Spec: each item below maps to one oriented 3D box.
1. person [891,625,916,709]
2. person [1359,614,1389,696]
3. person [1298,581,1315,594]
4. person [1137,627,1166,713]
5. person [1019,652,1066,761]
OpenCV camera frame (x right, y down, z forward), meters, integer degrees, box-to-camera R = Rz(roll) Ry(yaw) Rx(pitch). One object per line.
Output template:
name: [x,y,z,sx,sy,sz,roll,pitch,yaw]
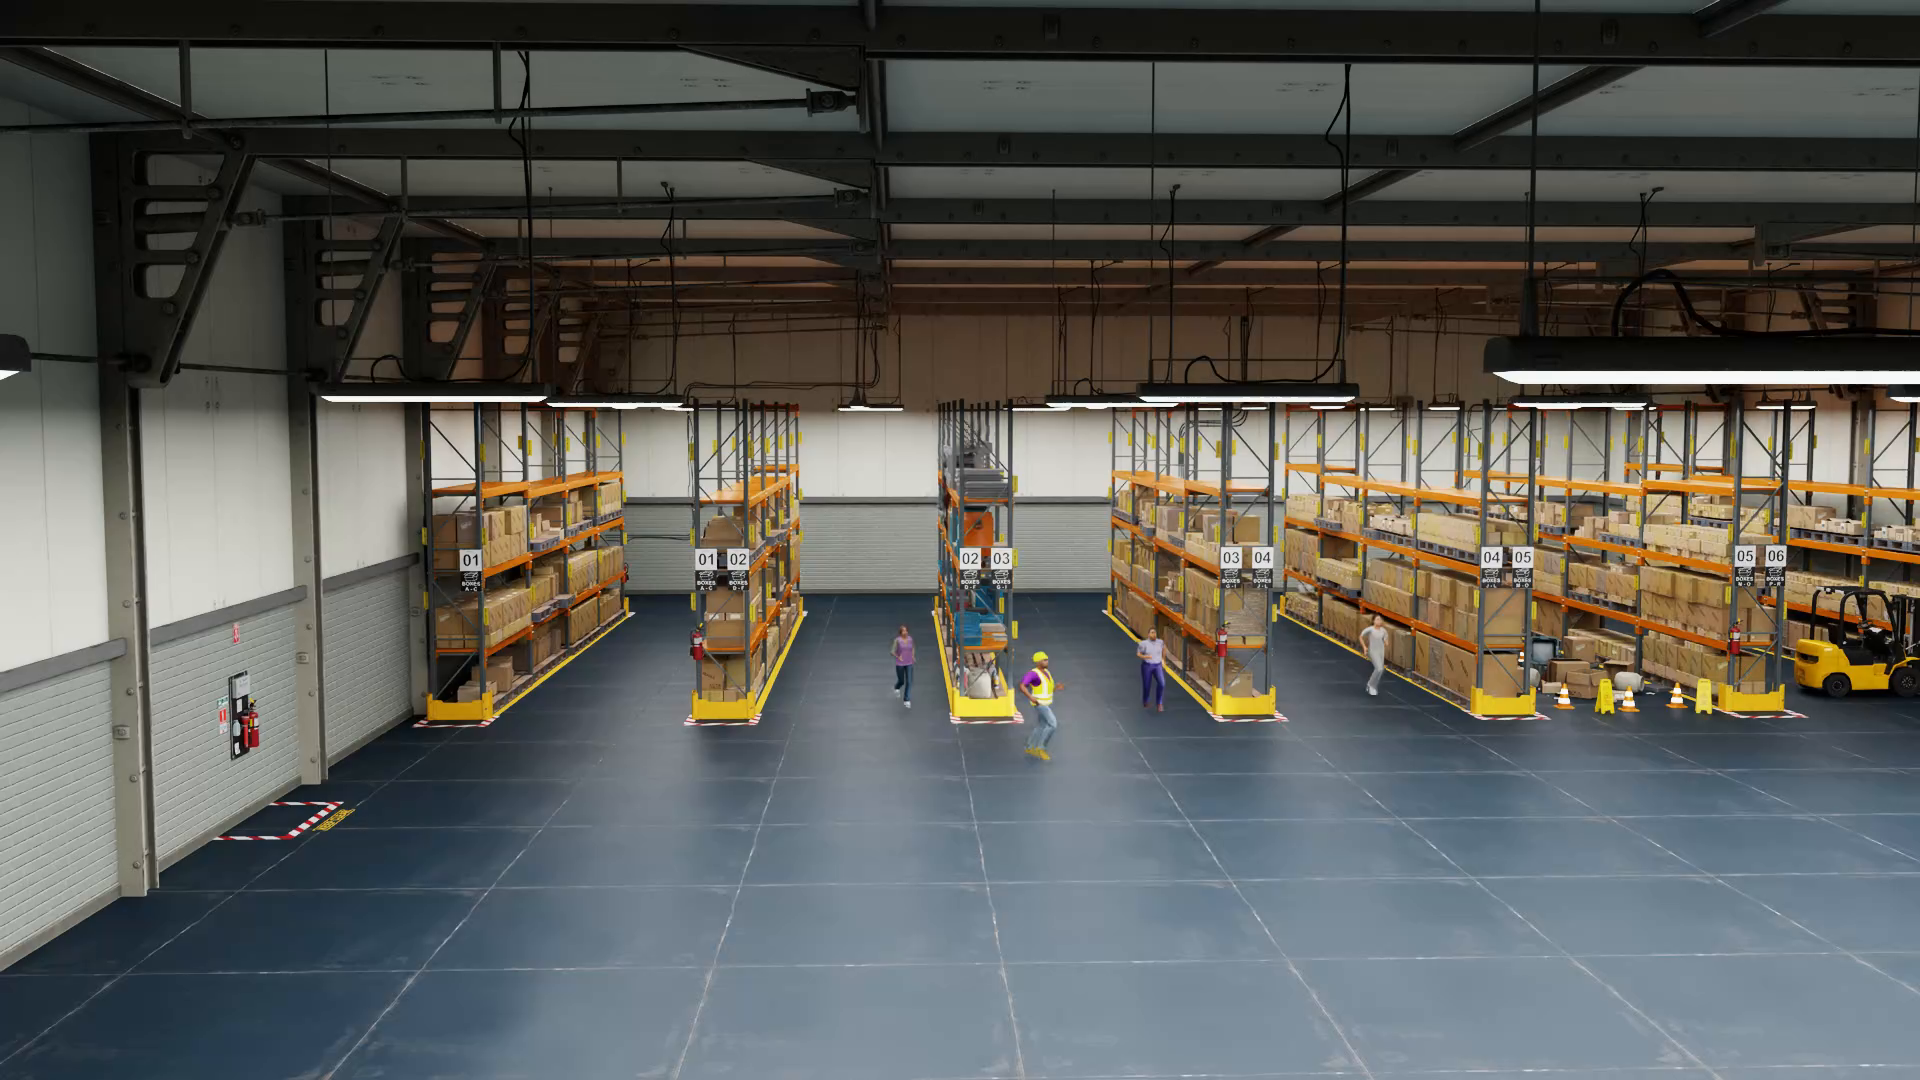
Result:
person: [-1.105,2.461,32.659,0.538,1.596,0.812,-1,5,-18]
person: [8.442,2.327,33.705,0.537,1.659,0.670,-2,5,-22]
person: [10.299,1.123,49.131,0.767,1.746,0.661,-2,5,-24]
person: [3.698,2.495,32.031,0.619,1.666,0.784,0,4,-6]
person: [1.387,2.758,27.564,0.689,1.803,0.675,2,5,22]
